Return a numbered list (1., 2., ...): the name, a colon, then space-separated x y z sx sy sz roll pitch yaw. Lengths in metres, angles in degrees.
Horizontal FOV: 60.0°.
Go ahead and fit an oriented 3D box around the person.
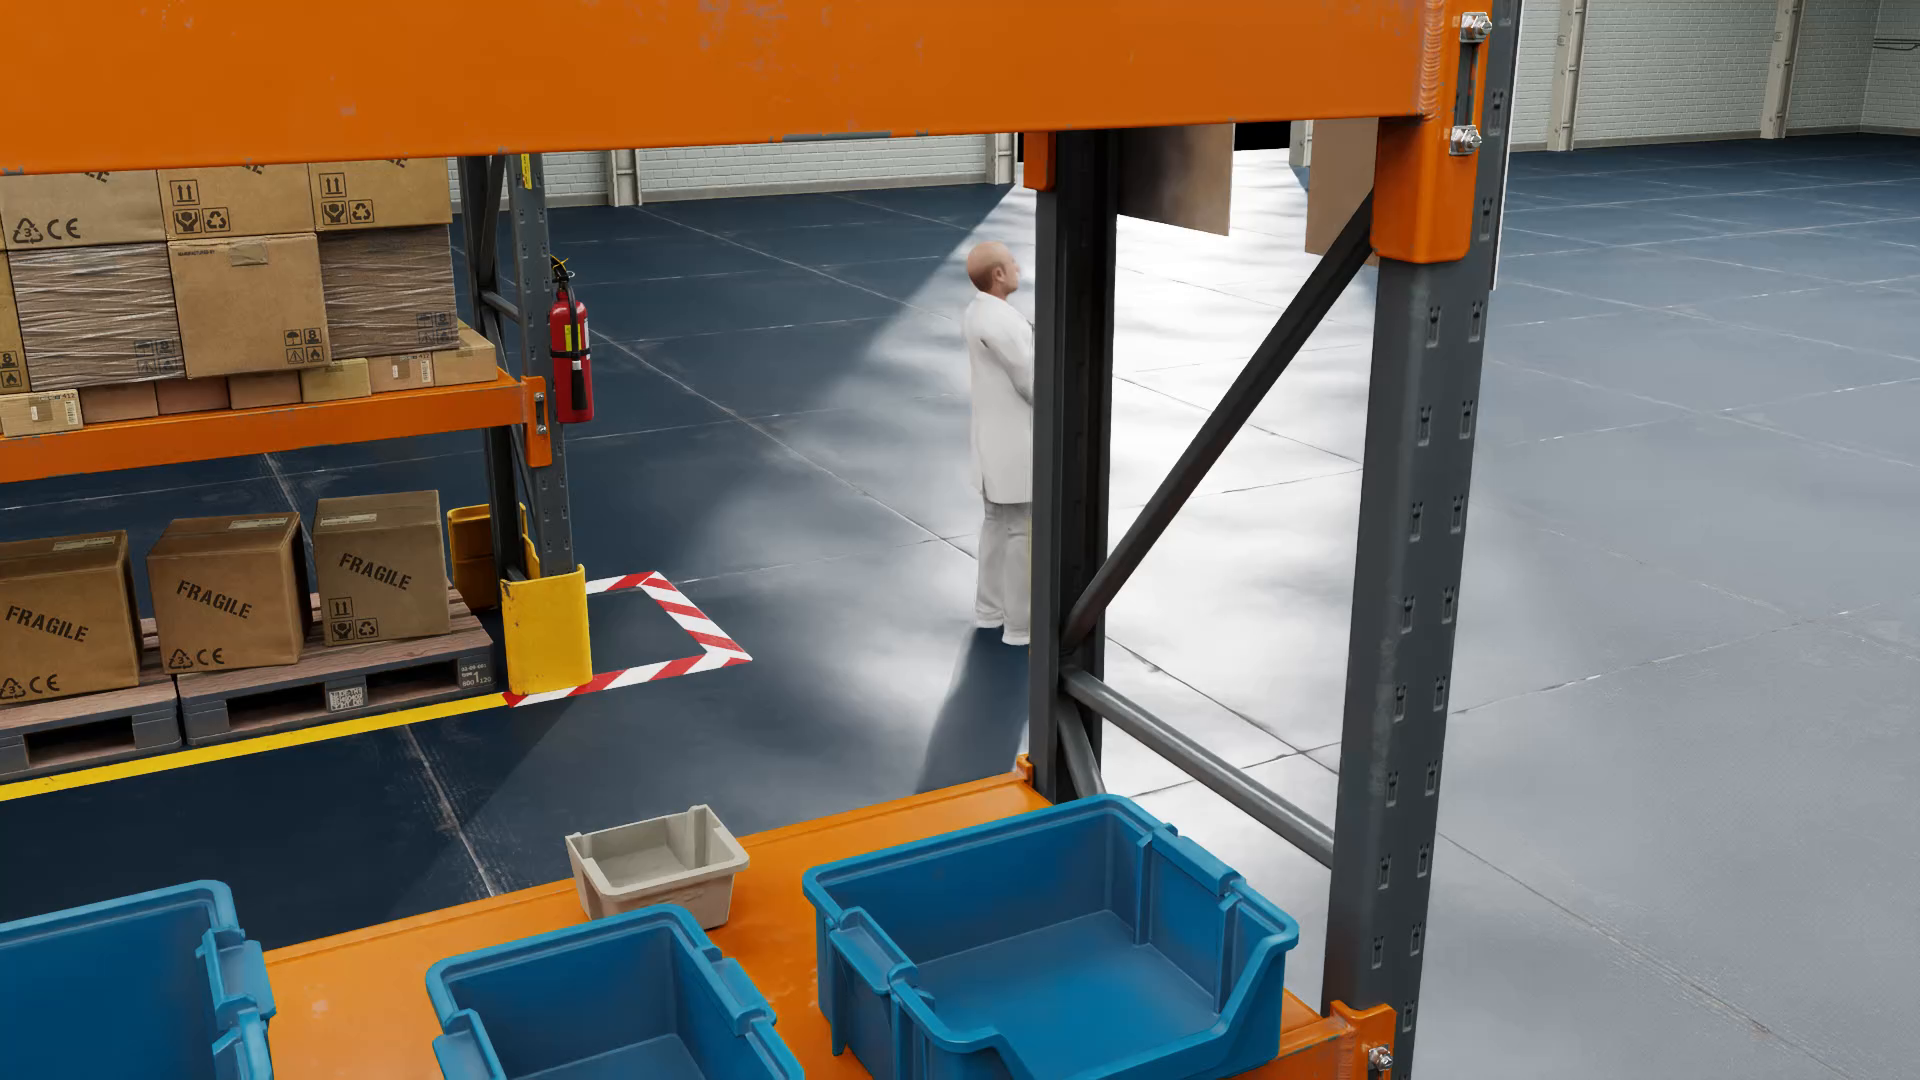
1. person: 0.297 -0.437 7.405 0.544 1.779 0.545 -4 19 -13
